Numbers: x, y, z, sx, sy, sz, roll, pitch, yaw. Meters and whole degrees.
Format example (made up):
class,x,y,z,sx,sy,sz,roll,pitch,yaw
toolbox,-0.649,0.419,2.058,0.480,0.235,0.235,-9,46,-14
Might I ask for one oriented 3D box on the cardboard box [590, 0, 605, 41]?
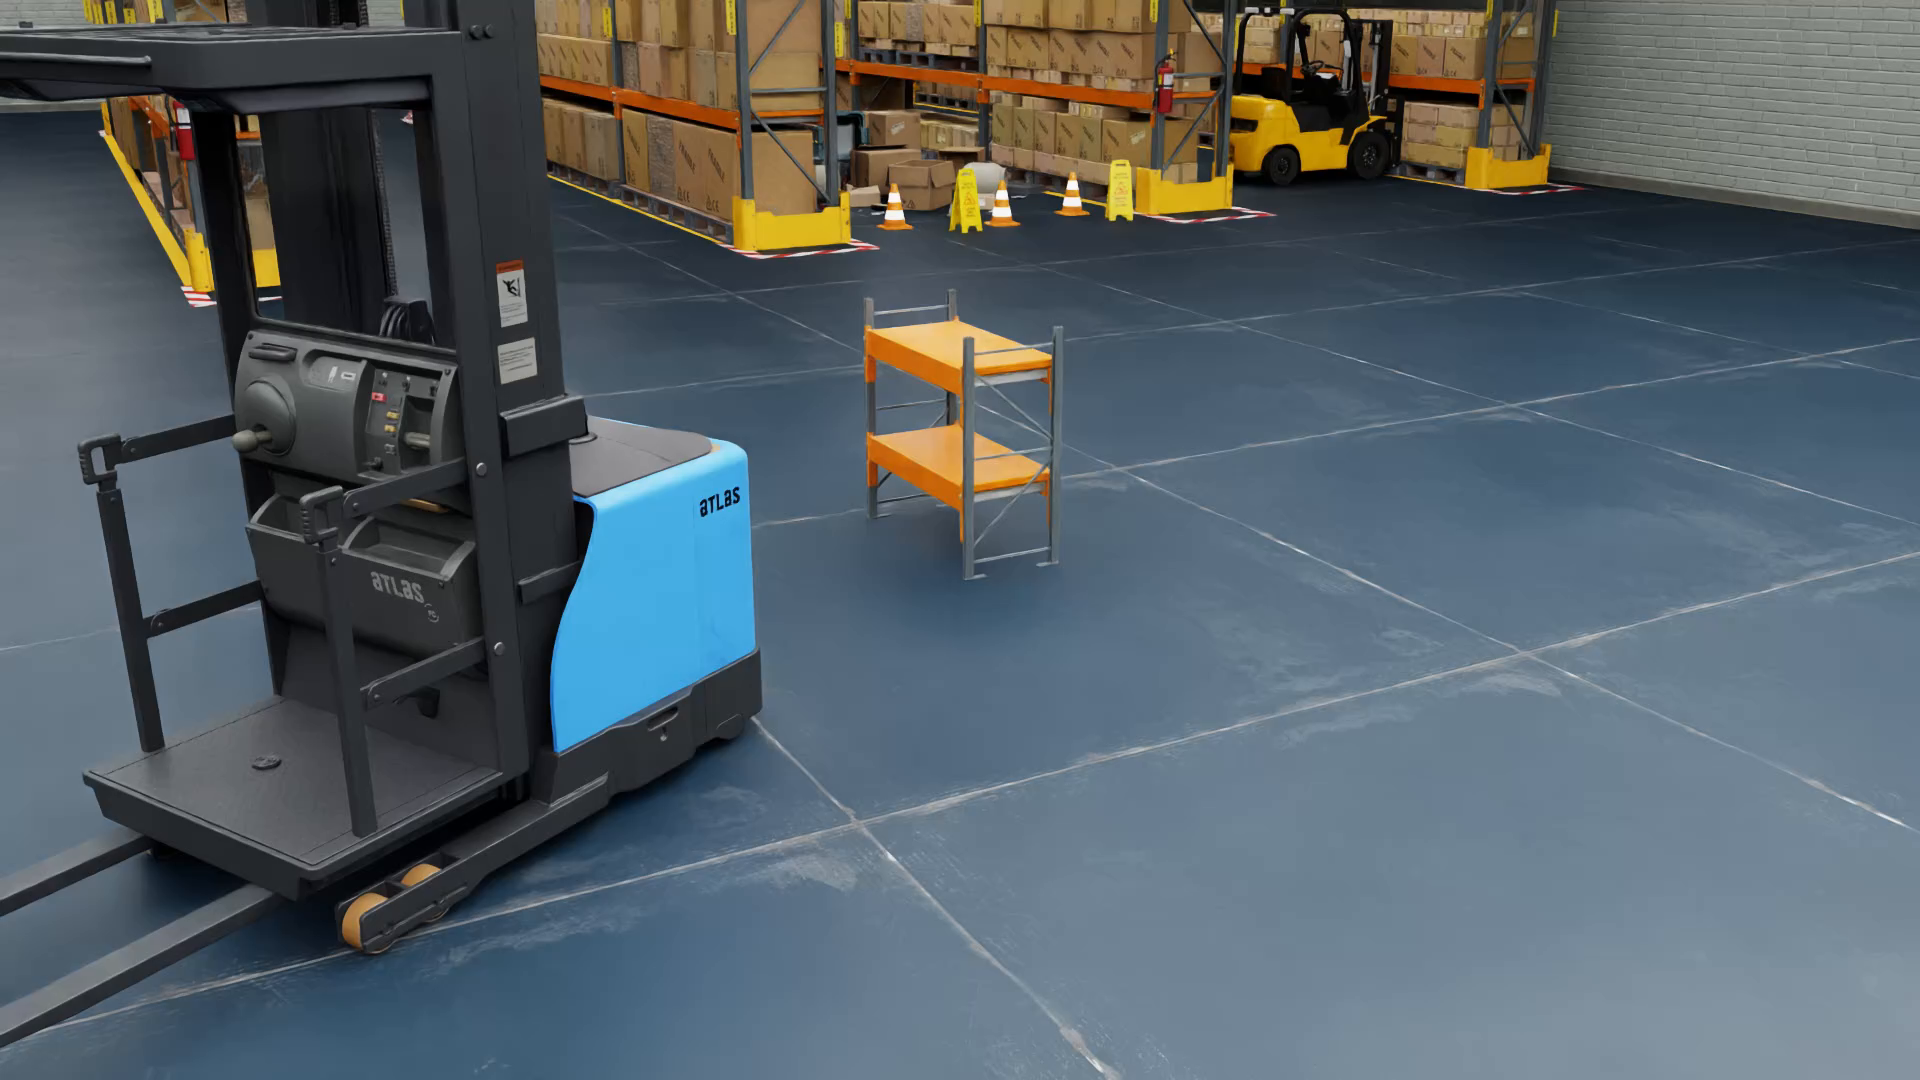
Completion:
class,x,y,z,sx,sy,sz,roll,pitch,yaw
cardboard box,-4.081,-6.361,20.280,0.700,0.500,0.500,-10,22,-28

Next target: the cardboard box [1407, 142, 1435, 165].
class,x,y,z,sx,sy,sz,roll,pitch,yaw
cardboard box,6.251,-5.098,21.879,0.500,0.250,0.500,-10,21,-27

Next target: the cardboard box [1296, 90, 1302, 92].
class,x,y,z,sx,sy,sz,roll,pitch,yaw
cardboard box,5.034,-6.301,23.833,0.500,0.250,0.500,-10,22,-27

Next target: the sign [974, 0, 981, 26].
class,x,y,z,sx,sy,sz,roll,pitch,yaw
sign,0.228,-6.808,21.487,0.100,0.325,0.005,-10,21,-27

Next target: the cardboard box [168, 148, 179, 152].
class,x,y,z,sx,sy,sz,roll,pitch,yaw
cardboard box,-8.490,-4.158,18.741,0.700,0.500,0.500,-10,21,-27

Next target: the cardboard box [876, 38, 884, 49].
class,x,y,z,sx,sy,sz,roll,pitch,yaw
cardboard box,-1.000,-7.281,24.376,0.380,0.149,0.250,-12,22,-30

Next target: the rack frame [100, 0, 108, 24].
class,x,y,z,sx,sy,sz,roll,pitch,yaw
rack frame,-11.806,-7.109,24.135,1.000,3.000,0.127,-10,21,-27

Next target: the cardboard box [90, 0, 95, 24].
class,x,y,z,sx,sy,sz,roll,pitch,yaw
cardboard box,-13.478,-8.358,26.380,0.500,0.500,0.500,-11,22,-28

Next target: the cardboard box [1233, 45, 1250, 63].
class,x,y,z,sx,sy,sz,roll,pitch,yaw
cardboard box,4.368,-7.294,24.901,0.500,0.250,0.500,-10,21,-27

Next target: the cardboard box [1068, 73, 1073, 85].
class,x,y,z,sx,sy,sz,roll,pitch,yaw
cardboard box,1.539,-5.597,20.137,0.380,0.149,0.250,-10,21,-27

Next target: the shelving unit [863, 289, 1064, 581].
class,x,y,z,sx,sy,sz,roll,pitch,yaw
shelving unit,-0.003,-0.534,7.954,0.538,1.125,1.048,-10,21,-27

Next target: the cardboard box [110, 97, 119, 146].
class,x,y,z,sx,sy,sz,roll,pitch,yaw
cardboard box,-11.484,-6.123,23.890,1.225,0.875,0.875,-10,21,-26

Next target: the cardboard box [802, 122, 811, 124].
class,x,y,z,sx,sy,sz,roll,pitch,yaw
cardboard box,-2.284,-7.415,27.634,0.875,0.875,0.875,-9,21,-25

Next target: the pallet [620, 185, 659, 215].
class,x,y,z,sx,sy,sz,roll,pitch,yaw
pallet,-3.302,-4.003,19.409,1.003,0.211,1.213,-10,21,-27

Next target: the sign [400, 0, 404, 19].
class,x,y,z,sx,sy,sz,roll,pitch,yaw
sign,-9.770,-9.322,29.220,0.100,0.325,0.005,-10,21,-27

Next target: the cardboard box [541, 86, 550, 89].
class,x,y,z,sx,sy,sz,roll,pitch,yaw
cardboard box,-6.072,-6.597,24.688,0.500,0.250,0.500,-10,21,-26

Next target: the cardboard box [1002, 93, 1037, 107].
class,x,y,z,sx,sy,sz,roll,pitch,yaw
cardboard box,0.763,-5.651,21.337,0.380,0.149,0.250,-10,21,-26

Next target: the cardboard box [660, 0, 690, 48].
class,x,y,z,sx,sy,sz,roll,pitch,yaw
cardboard box,-2.692,-5.555,17.745,0.875,0.550,0.500,-10,21,-27

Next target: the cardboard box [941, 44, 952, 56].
class,x,y,z,sx,sy,sz,roll,pitch,yaw
cardboard box,-0.037,-6.679,22.631,0.380,0.149,0.250,-10,22,-28

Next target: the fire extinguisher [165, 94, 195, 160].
class,x,y,z,sx,sy,sz,roll,pitch,yaw
fire extinguisher,-6.459,-3.523,13.863,0.296,0.674,0.183,-10,21,-27

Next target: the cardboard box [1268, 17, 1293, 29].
class,x,y,z,sx,sy,sz,roll,pitch,yaw
cardboard box,4.723,-7.535,24.222,0.380,0.149,0.250,-9,21,-25

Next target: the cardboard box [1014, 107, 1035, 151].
class,x,y,z,sx,sy,sz,roll,pitch,yaw
cardboard box,1.021,-5.238,21.134,0.500,0.500,0.500,-9,21,-24

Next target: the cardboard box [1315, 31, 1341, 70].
class,x,y,z,sx,sy,sz,roll,pitch,yaw
cardboard box,5.324,-6.850,23.231,0.500,0.500,0.500,-10,21,-26

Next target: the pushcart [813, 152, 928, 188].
class,x,y,z,sx,sy,sz,roll,pitch,yaw
pushcart,-1.268,-4.740,21.291,0.936,0.377,1.648,16,25,39

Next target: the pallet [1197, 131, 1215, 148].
class,x,y,z,sx,sy,sz,roll,pitch,yaw
pallet,4.113,-6.355,26.226,1.003,0.211,1.213,-10,21,-27

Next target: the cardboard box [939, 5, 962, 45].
class,x,y,z,sx,sy,sz,roll,pitch,yaw
cardboard box,0.056,-6.973,22.488,0.500,0.500,0.500,-10,21,-26

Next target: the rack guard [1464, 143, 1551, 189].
class,x,y,z,sx,sy,sz,roll,pitch,yaw
rack guard,6.992,-4.781,21.220,1.175,0.500,0.348,-10,21,-27

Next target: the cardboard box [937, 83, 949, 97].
class,x,y,z,sx,sy,sz,roll,pitch,yaw
cardboard box,-0.039,-9.138,33.202,0.700,0.500,0.500,-9,21,-24

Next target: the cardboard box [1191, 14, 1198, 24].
class,x,y,z,sx,sy,sz,roll,pitch,yaw
cardboard box,3.696,-8.114,25.899,0.380,0.149,0.250,-9,21,-26

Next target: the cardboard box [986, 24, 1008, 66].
class,x,y,z,sx,sy,sz,roll,pitch,yaw
cardboard box,0.678,-6.366,21.372,0.500,0.500,0.500,-10,21,-27

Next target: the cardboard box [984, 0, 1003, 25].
class,x,y,z,sx,sy,sz,roll,pitch,yaw
cardboard box,0.732,-6.848,21.237,0.700,0.500,0.500,-10,22,-27

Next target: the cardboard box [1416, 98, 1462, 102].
class,x,y,z,sx,sy,sz,roll,pitch,yaw
cardboard box,6.450,-5.796,22.368,0.500,0.250,0.500,-10,21,-27

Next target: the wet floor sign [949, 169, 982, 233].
class,x,y,z,sx,sy,sz,roll,pitch,yaw
wet floor sign,0.062,-3.589,17.543,0.267,0.644,0.232,-14,24,-36

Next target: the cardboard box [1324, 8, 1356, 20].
class,x,y,z,sx,sy,sz,roll,pitch,yaw
cardboard box,5.304,-7.342,23.205,0.380,0.149,0.250,-10,22,-28

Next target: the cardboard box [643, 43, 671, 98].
class,x,y,z,sx,sy,sz,roll,pitch,yaw
cardboard box,-2.974,-5.191,18.347,0.875,0.550,0.550,-10,21,-27

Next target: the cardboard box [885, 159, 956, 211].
class,x,y,z,sx,sy,sz,roll,pitch,yaw
cardboard box,-0.448,-4.131,19.333,0.637,0.503,0.797,7,20,20

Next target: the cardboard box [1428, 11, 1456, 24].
class,x,y,z,sx,sy,sz,roll,pitch,yaw
cardboard box,6.279,-6.754,21.502,0.380,0.149,0.250,-10,21,-26

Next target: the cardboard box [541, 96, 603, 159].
class,x,y,z,sx,sy,sz,roll,pitch,yaw
cardboard box,-5.283,-5.646,22.701,1.050,0.750,0.750,-10,22,-27

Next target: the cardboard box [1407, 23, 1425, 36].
class,x,y,z,sx,sy,sz,roll,pitch,yaw
cardboard box,6.076,-6.674,21.727,0.380,0.149,0.250,-11,22,-28

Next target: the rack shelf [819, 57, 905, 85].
class,x,y,z,sx,sy,sz,roll,pitch,yaw
rack shelf,-2.135,-7.730,27.037,1.077,0.370,4.000,-10,21,-27

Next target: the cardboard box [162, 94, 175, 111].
class,x,y,z,sx,sy,sz,roll,pitch,yaw
cardboard box,-6.688,-4.139,14.919,0.875,0.500,0.500,-10,21,-27

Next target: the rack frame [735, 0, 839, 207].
class,x,y,z,sx,sy,sz,roll,pitch,yaw
rack frame,-1.695,-4.404,16.294,1.000,3.000,0.127,-10,21,-27

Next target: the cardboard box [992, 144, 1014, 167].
class,x,y,z,sx,sy,sz,roll,pitch,yaw
cardboard box,0.757,-5.035,21.696,0.500,0.250,0.500,-11,22,-29

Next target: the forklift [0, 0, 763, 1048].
class,x,y,z,sx,sy,sz,roll,pitch,yaw
forklift,-1.940,-0.384,4.752,1.130,2.935,3.031,12,22,30

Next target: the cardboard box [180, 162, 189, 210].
class,x,y,z,sx,sy,sz,roll,pitch,yaw
cardboard box,-7.852,-3.708,17.468,0.500,0.500,0.500,-11,22,-28

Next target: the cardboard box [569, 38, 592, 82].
class,x,y,z,sx,sy,sz,roll,pitch,yaw
cardboard box,-4.557,-5.998,20.761,0.500,0.500,0.500,-10,21,-26

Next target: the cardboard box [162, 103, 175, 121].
class,x,y,z,sx,sy,sz,roll,pitch,yaw
cardboard box,-7.229,-4.010,15.538,0.380,0.149,0.250,-10,21,-27

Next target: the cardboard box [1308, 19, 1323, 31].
class,x,y,z,sx,sy,sz,roll,pitch,yaw
cardboard box,5.125,-7.265,23.439,0.380,0.149,0.250,-9,21,-25

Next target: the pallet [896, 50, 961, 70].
class,x,y,z,sx,sy,sz,roll,pitch,yaw
pallet,-0.209,-6.843,23.659,1.003,0.211,1.213,-10,21,-27
